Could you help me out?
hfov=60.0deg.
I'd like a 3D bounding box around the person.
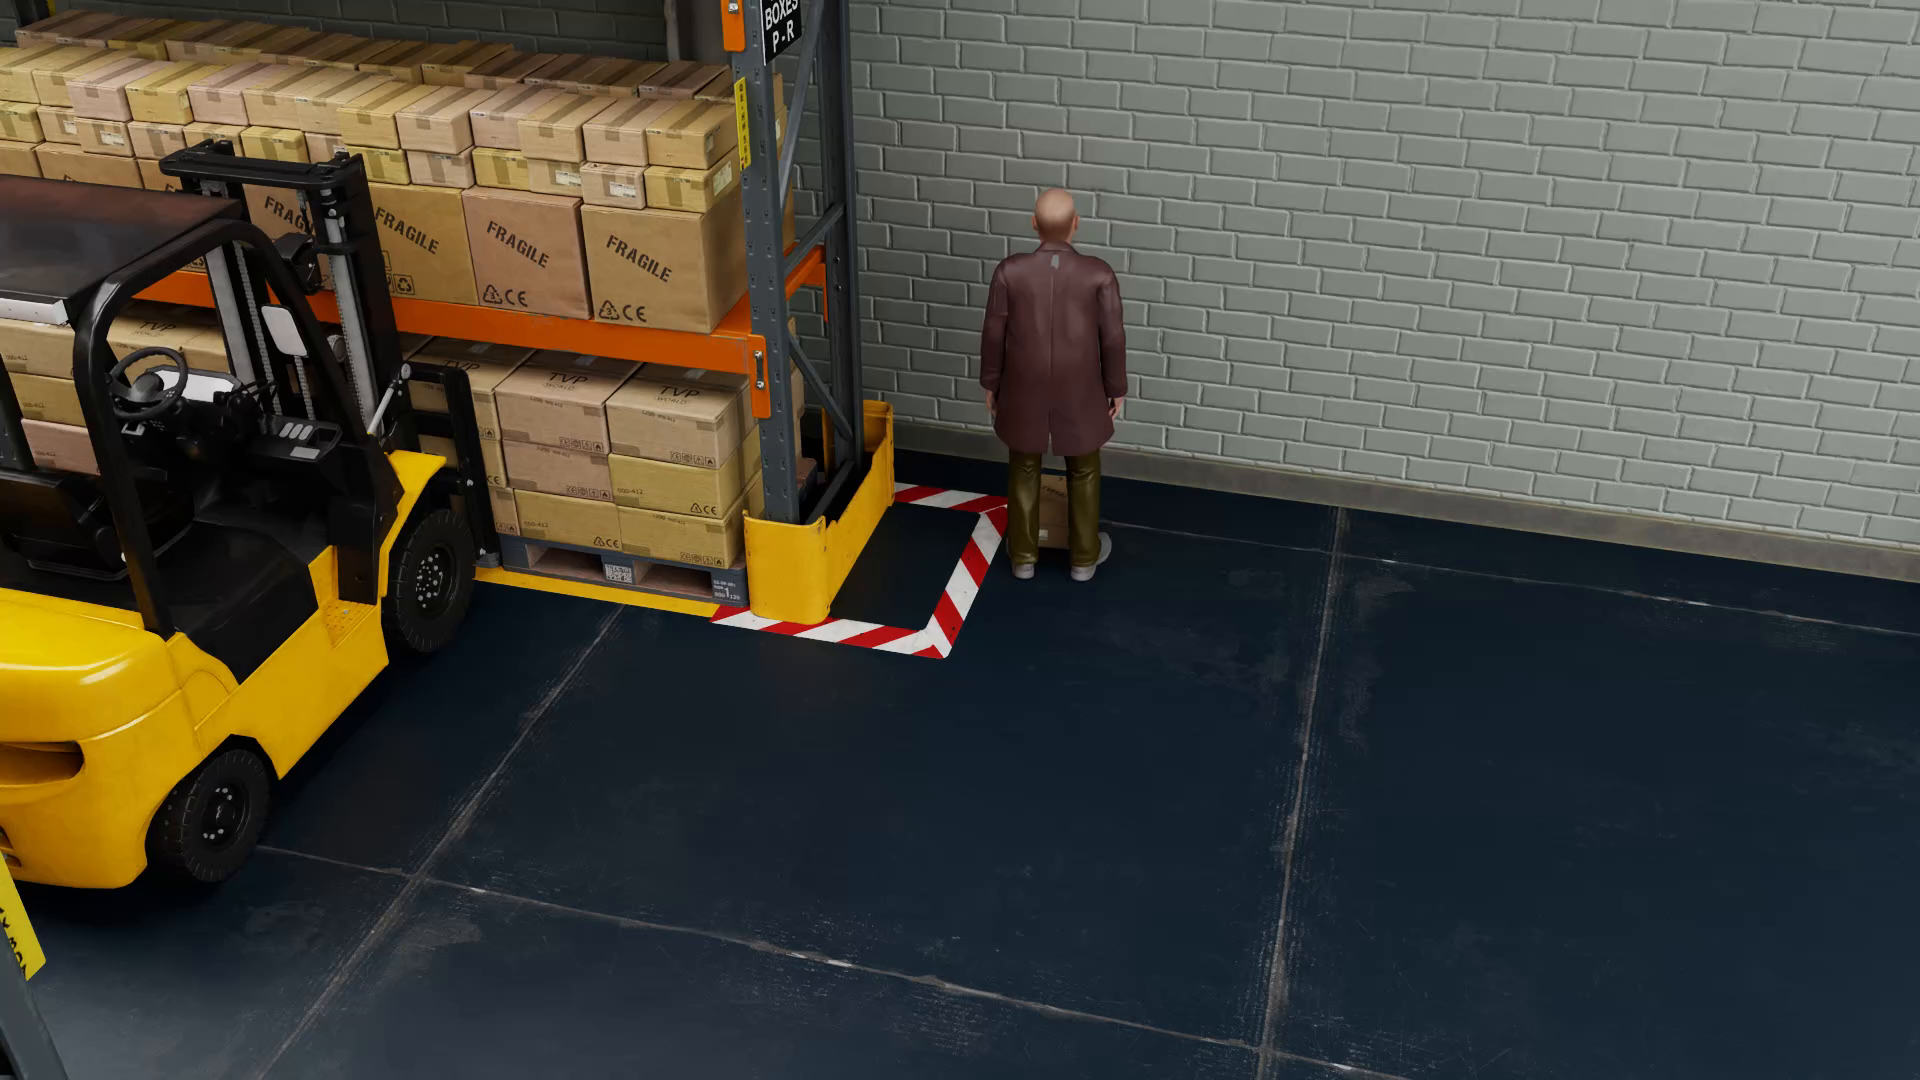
[{"bbox_3d":[0.401,-0.645,7.167,0.642,1.774,0.424,4,33,6],"label":"person"}]
